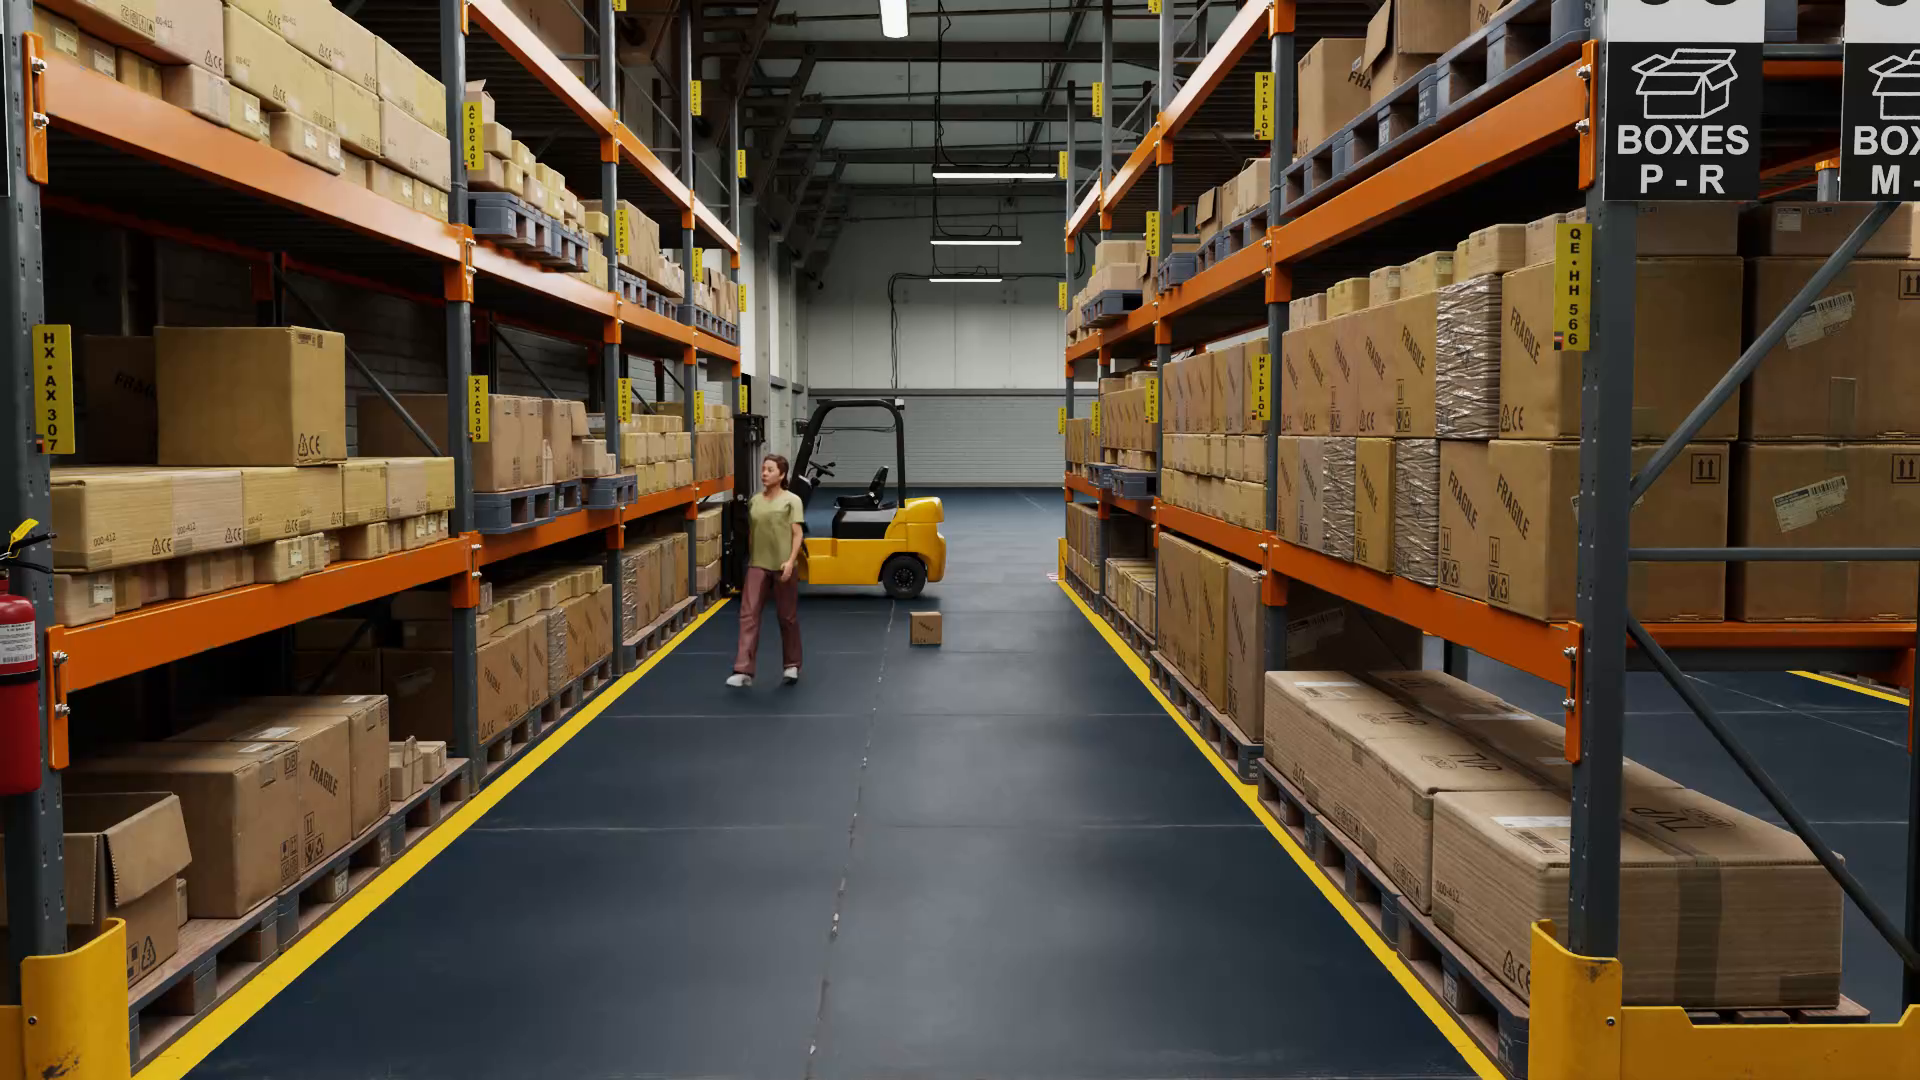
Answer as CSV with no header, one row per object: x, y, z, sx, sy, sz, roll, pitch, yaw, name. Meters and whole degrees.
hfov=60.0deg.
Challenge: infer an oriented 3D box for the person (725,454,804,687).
-1.349,0.206,11.765,0.453,1.626,0.893,1,4,12,person
